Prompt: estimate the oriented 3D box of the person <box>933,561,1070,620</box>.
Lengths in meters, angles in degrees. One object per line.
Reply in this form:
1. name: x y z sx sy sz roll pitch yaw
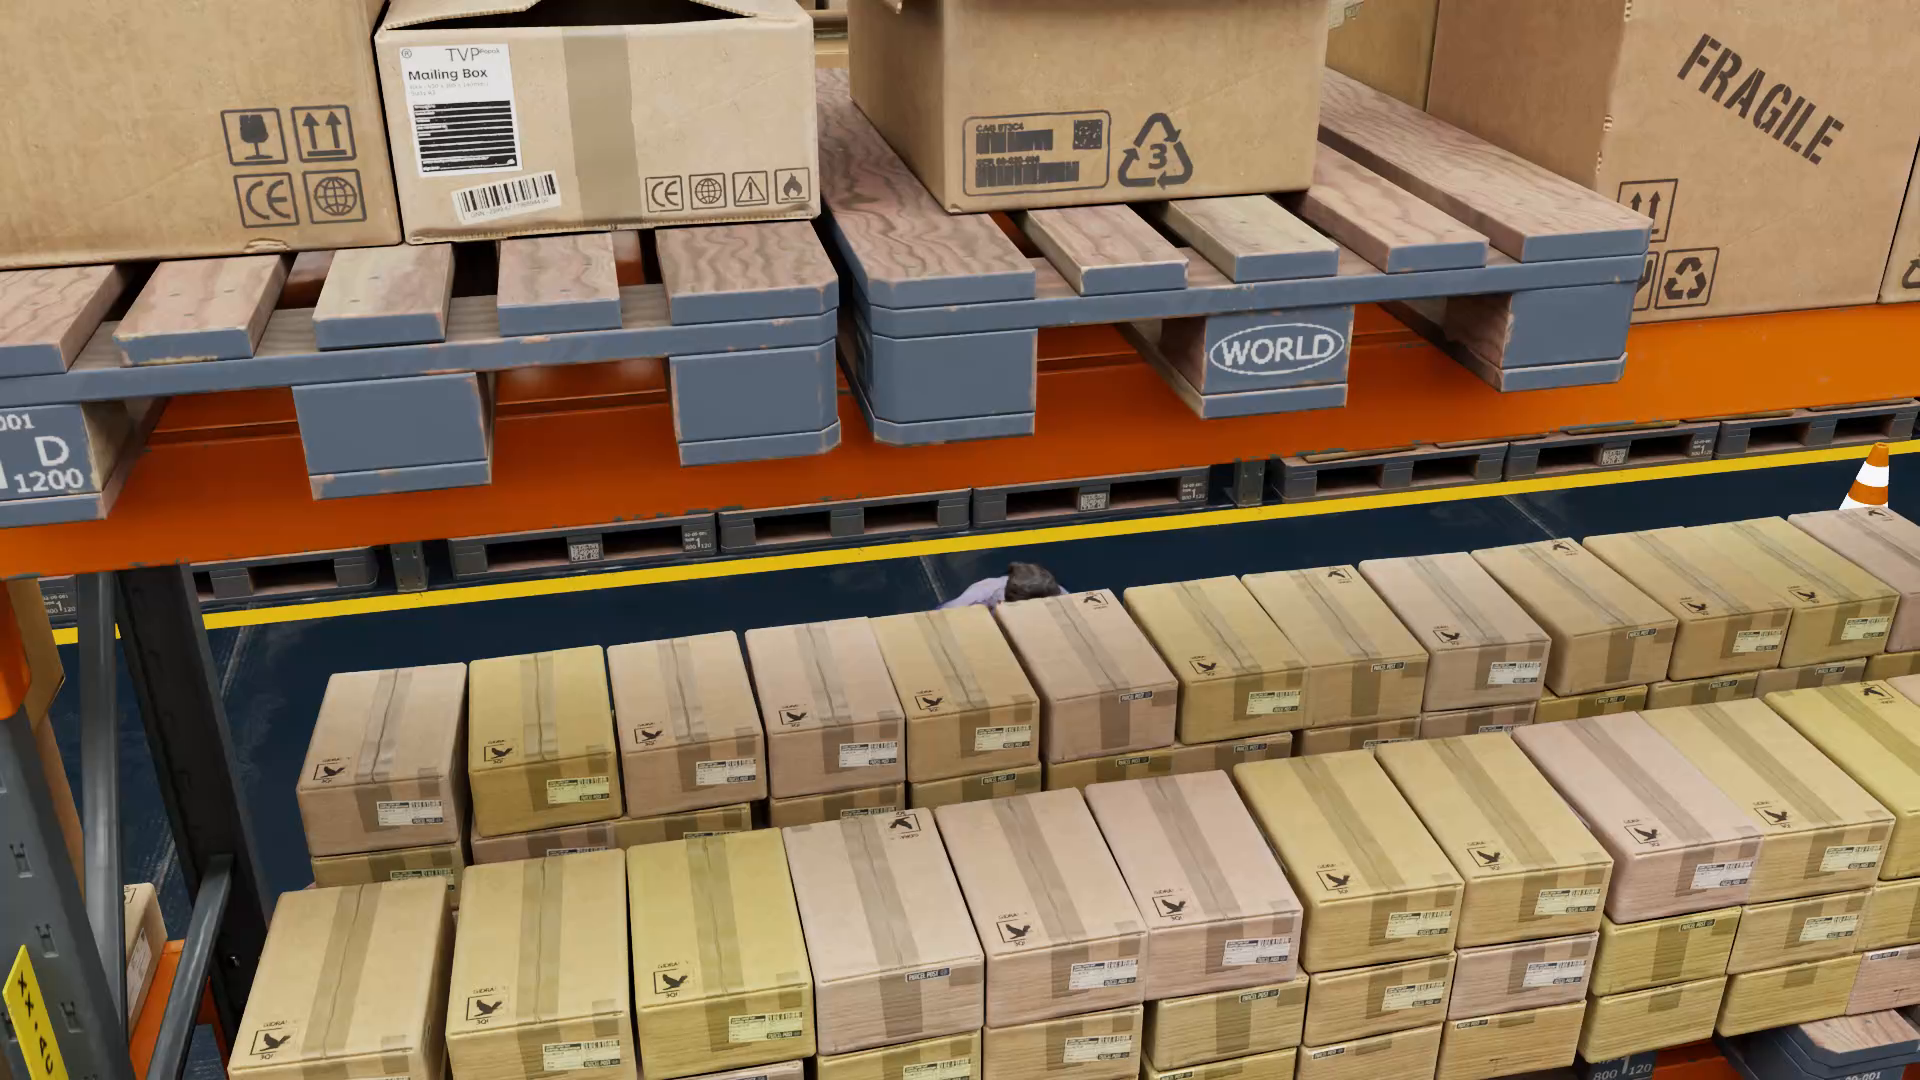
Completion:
1. person: 0.125 0.578 5.284 0.451 1.394 0.765 -7 28 -13
